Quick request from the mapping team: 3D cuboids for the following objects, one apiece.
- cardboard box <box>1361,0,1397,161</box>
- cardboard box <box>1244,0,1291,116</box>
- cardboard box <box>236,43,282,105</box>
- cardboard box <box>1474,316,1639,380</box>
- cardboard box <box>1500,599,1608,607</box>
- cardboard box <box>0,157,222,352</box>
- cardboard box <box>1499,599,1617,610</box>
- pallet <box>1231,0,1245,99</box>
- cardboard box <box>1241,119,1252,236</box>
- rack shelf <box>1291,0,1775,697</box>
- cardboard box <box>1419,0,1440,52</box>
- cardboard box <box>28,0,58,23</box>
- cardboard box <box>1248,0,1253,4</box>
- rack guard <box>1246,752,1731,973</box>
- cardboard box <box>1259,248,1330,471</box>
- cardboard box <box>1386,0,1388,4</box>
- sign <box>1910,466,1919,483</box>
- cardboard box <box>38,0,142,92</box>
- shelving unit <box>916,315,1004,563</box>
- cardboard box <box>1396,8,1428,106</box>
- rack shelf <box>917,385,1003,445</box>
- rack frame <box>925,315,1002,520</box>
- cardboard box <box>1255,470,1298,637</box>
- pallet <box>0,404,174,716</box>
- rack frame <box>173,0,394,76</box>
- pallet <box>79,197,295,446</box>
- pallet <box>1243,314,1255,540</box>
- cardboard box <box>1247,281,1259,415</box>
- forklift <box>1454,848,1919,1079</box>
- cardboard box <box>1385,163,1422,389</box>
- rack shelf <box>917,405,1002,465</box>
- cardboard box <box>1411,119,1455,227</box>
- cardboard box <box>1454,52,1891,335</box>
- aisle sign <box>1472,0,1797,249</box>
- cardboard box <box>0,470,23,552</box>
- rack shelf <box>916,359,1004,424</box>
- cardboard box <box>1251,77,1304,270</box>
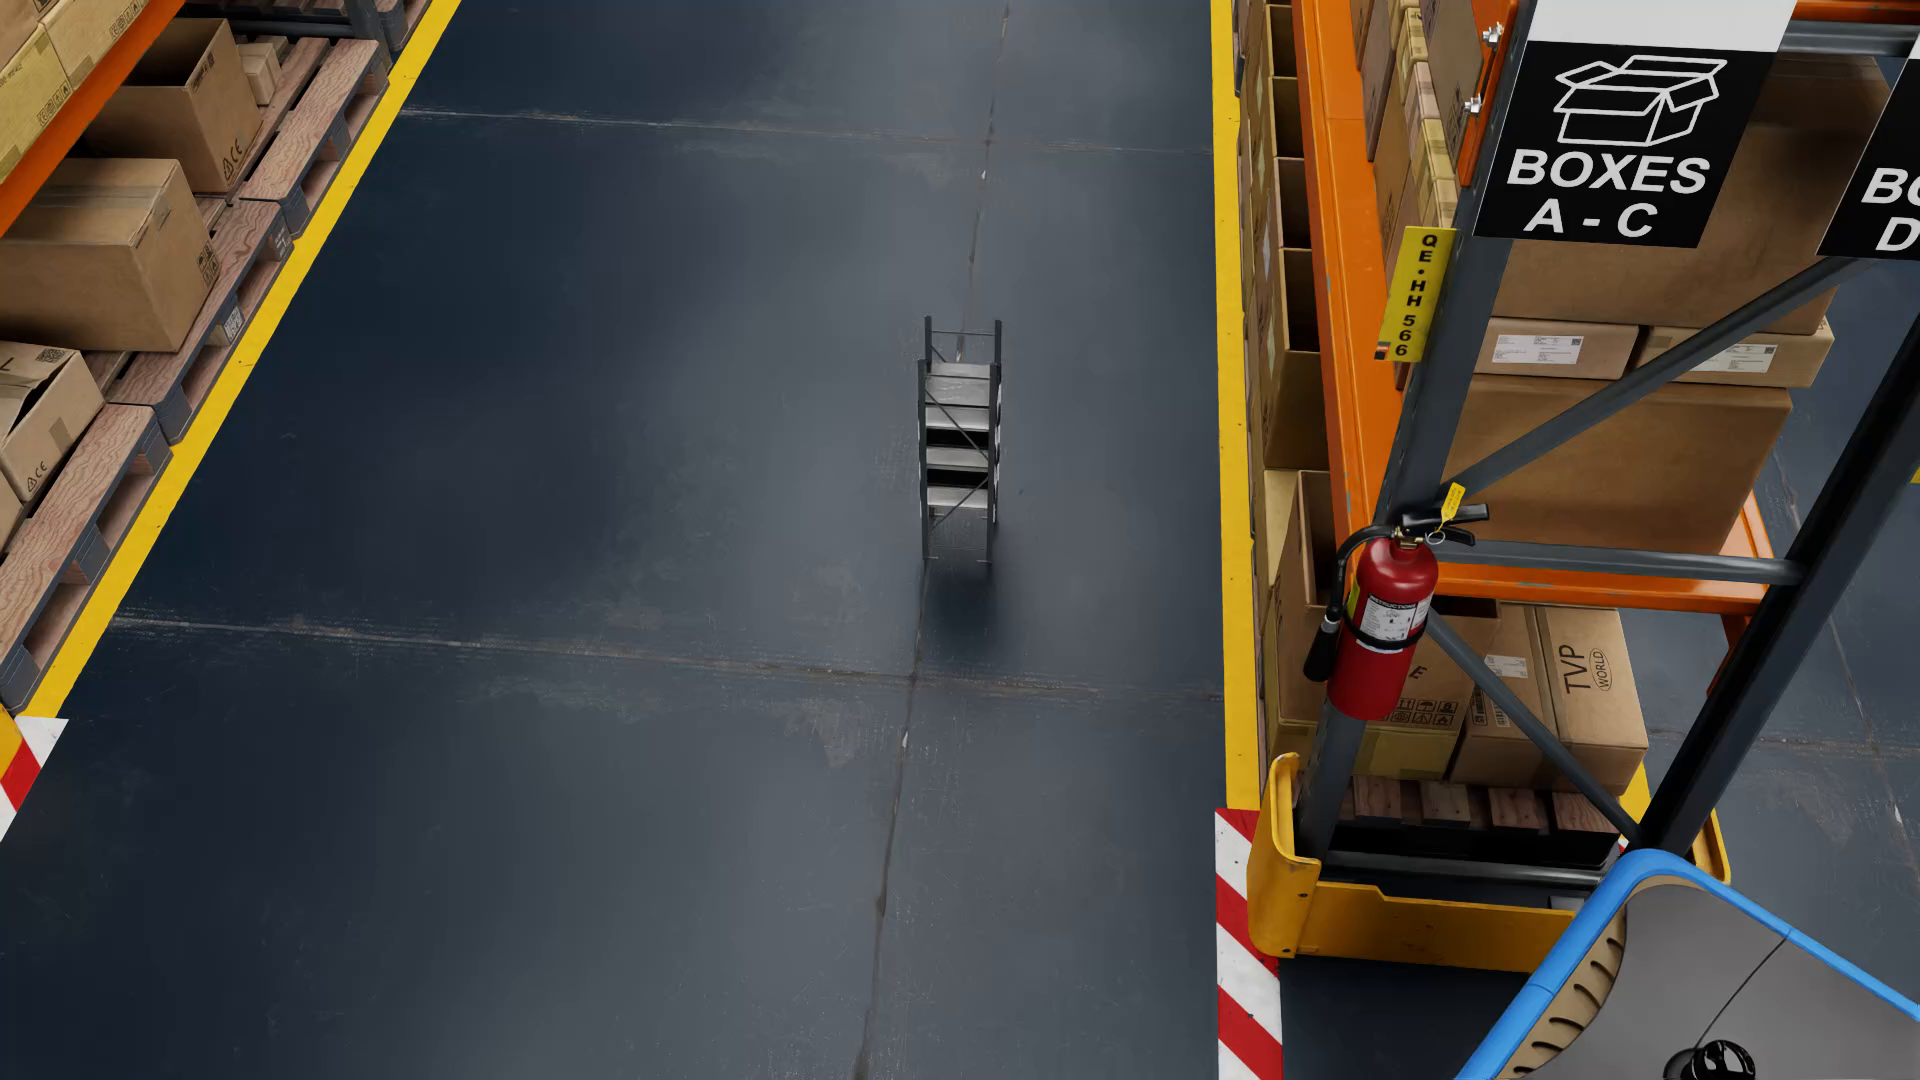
[{"bbox_3d":[1.609,-1.464,4.989,0.700,0.500,0.500,5,48,5],"label":"cardboard box"},{"bbox_3d":[1.426,-2.037,6.651,0.500,0.500,0.500,4,48,4],"label":"cardboard box"},{"bbox_3d":[-3.173,-2.017,7.184,0.380,0.166,0.250,-2,48,-2],"label":"cardboard box"},{"bbox_3d":[1.260,-0.497,3.664,0.380,0.149,0.250,3,48,3],"label":"cardboard box"},{"bbox_3d":[1.729,-0.164,4.938,0.500,0.500,0.500,4,48,4],"label":"cardboard box"},{"bbox_3d":[-3.197,-1.043,6.067,0.700,0.500,0.500,1,48,1],"label":"cardboard box"},{"bbox_3d":[1.727,0.089,5.215,0.500,0.250,0.500,4,48,4],"label":"cardboard box"},{"bbox_3d":[1.808,-2.493,7.887,1.003,0.211,1.213,4,48,4],"label":"pallet"},{"bbox_3d":[1.385,-1.416,6.591,0.500,0.250,0.500,4,48,4],"label":"cardboard box"},{"bbox_3d":[1.597,-1.177,5.282,1.077,0.370,4.000,4,48,4],"label":"rack shelf"},{"bbox_3d":[1.563,-1.560,4.197,0.700,0.500,0.500,4,48,4],"label":"cardboard box"},{"bbox_3d":[-3.032,-1.943,5.074,0.500,0.500,0.500,5,48,5],"label":"cardboard box"},{"bbox_3d":[1.531,-2.610,7.303,0.500,0.311,0.500,4,48,4],"label":"cardboard box"},{"bbox_3d":[1.413,0.911,4.578,1.175,0.500,0.348,4,48,4],"label":"rack guard"},{"bbox_3d":[1.244,-0.567,5.307,0.500,0.500,0.500,4,48,4],"label":"cardboard box"},{"bbox_3d":[1.399,-1.637,4.707,0.380,0.149,0.250,3,48,3],"label":"cardboard box"},{"bbox_3d":[1.967,-0.228,3.285,0.100,0.325,0.005,4,48,4],"label":"sign"},{"bbox_3d":[-3.024,-1.702,5.362,0.500,0.250,0.500,4,48,4],"label":"cardboard box"},{"bbox_3d":[0.001,-0.310,5.423,0.258,0.900,0.210,4,48,4],"label":"shelving unit"},{"bbox_3d":[1.355,-1.255,4.357,0.380,0.149,0.250,5,48,5],"label":"cardboard box"},{"bbox_3d":[0.001,-0.409,5.315,0.258,0.077,0.200,4,48,4],"label":"rack shelf"},{"bbox_3d":[0.010,-0.384,5.492,0.240,0.900,0.006,4,48,4],"label":"rack frame"},{"bbox_3d":[1.203,0.054,5.247,0.500,0.250,0.500,4,48,4],"label":"cardboard box"},{"bbox_3d":[-3.402,0.010,5.598,1.003,0.211,1.213,4,48,4],"label":"pallet"},{"bbox_3d":[-3.154,-3.220,6.662,1.000,3.000,0.127,4,48,4],"label":"rack frame"},{"bbox_3d":[-3.288,-0.884,6.416,1.003,0.211,1.213,4,48,4],"label":"pallet"},{"bbox_3d":[1.557,-0.468,6.035,1.003,0.211,1.213,4,48,4],"label":"pallet"},{"bbox_3d":[1.295,-0.681,5.919,0.500,0.250,0.500,4,48,4],"label":"cardboard box"},{"bbox_3d":[2.292,1.393,2.490,3.031,2.935,1.130,34,56,27],"label":"forklift"},{"bbox_3d":[1.514,-0.713,4.301,0.700,0.500,0.500,5,48,5],"label":"cardboard box"},{"bbox_3d":[0.001,-0.348,5.382,0.258,0.077,0.200,4,48,4],"label":"rack shelf"},{"bbox_3d":[1.306,-0.877,4.012,0.380,0.149,0.250,3,48,3],"label":"cardboard box"},{"bbox_3d":[1.475,-0.803,3.505,0.700,0.500,0.500,4,48,4],"label":"cardboard box"},{"bbox_3d":[1.117,-0.799,2.687,0.394,0.787,0.004,4,48,4],"label":"aisle sign"},{"bbox_3d":[-3.366,-0.024,5.263,0.500,0.311,0.500,-1,48,-1],"label":"cardboard box"},{"bbox_3d":[0.001,-0.469,5.249,0.258,0.077,0.200,4,48,4],"label":"rack shelf"},{"bbox_3d":[1.335,-1.302,5.979,0.500,0.500,0.500,4,48,4],"label":"cardboard box"}]
